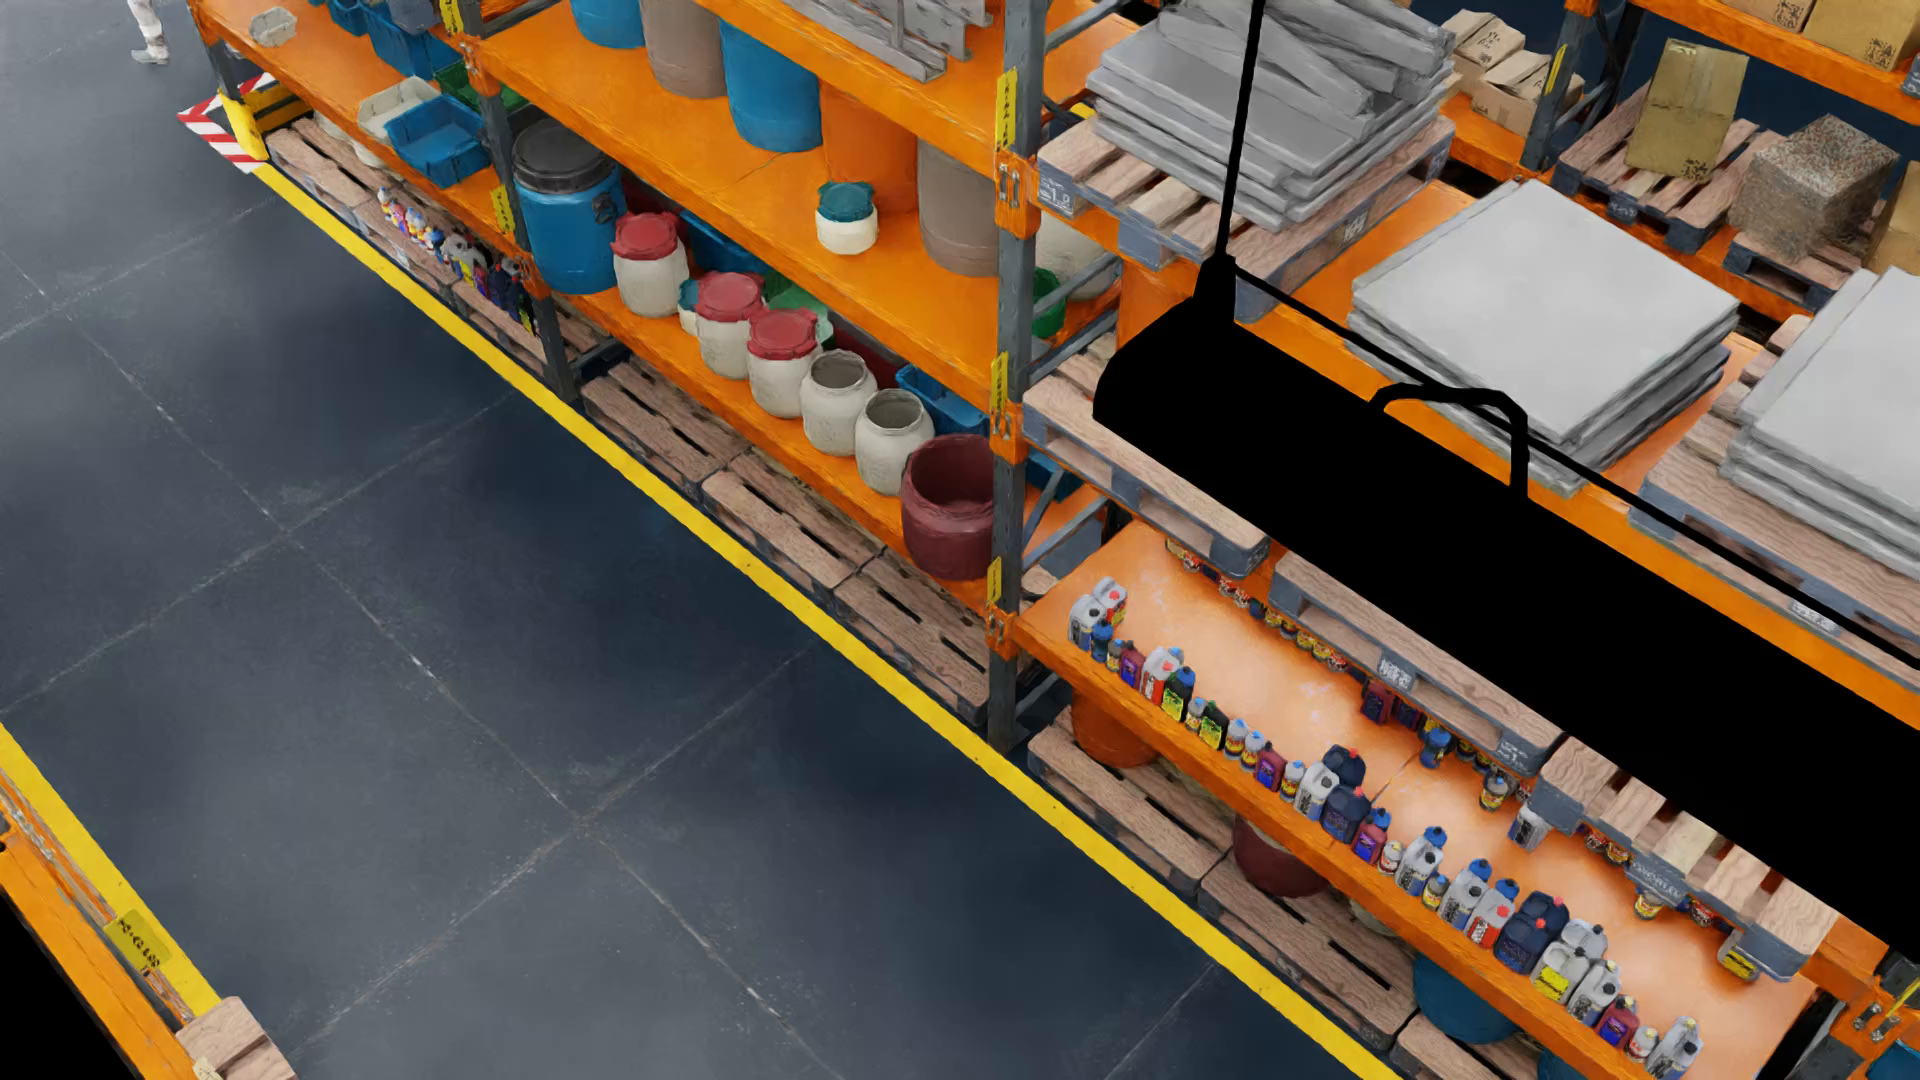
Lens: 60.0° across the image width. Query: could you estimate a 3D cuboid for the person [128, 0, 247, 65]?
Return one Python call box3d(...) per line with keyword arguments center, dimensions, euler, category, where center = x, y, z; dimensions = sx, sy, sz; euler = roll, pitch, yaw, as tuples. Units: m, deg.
box3d(center=(-6.292, -4.564, 13.077), dimensions=(0.808, 1.718, 0.675), euler=(20, 53, 16), category="person")
